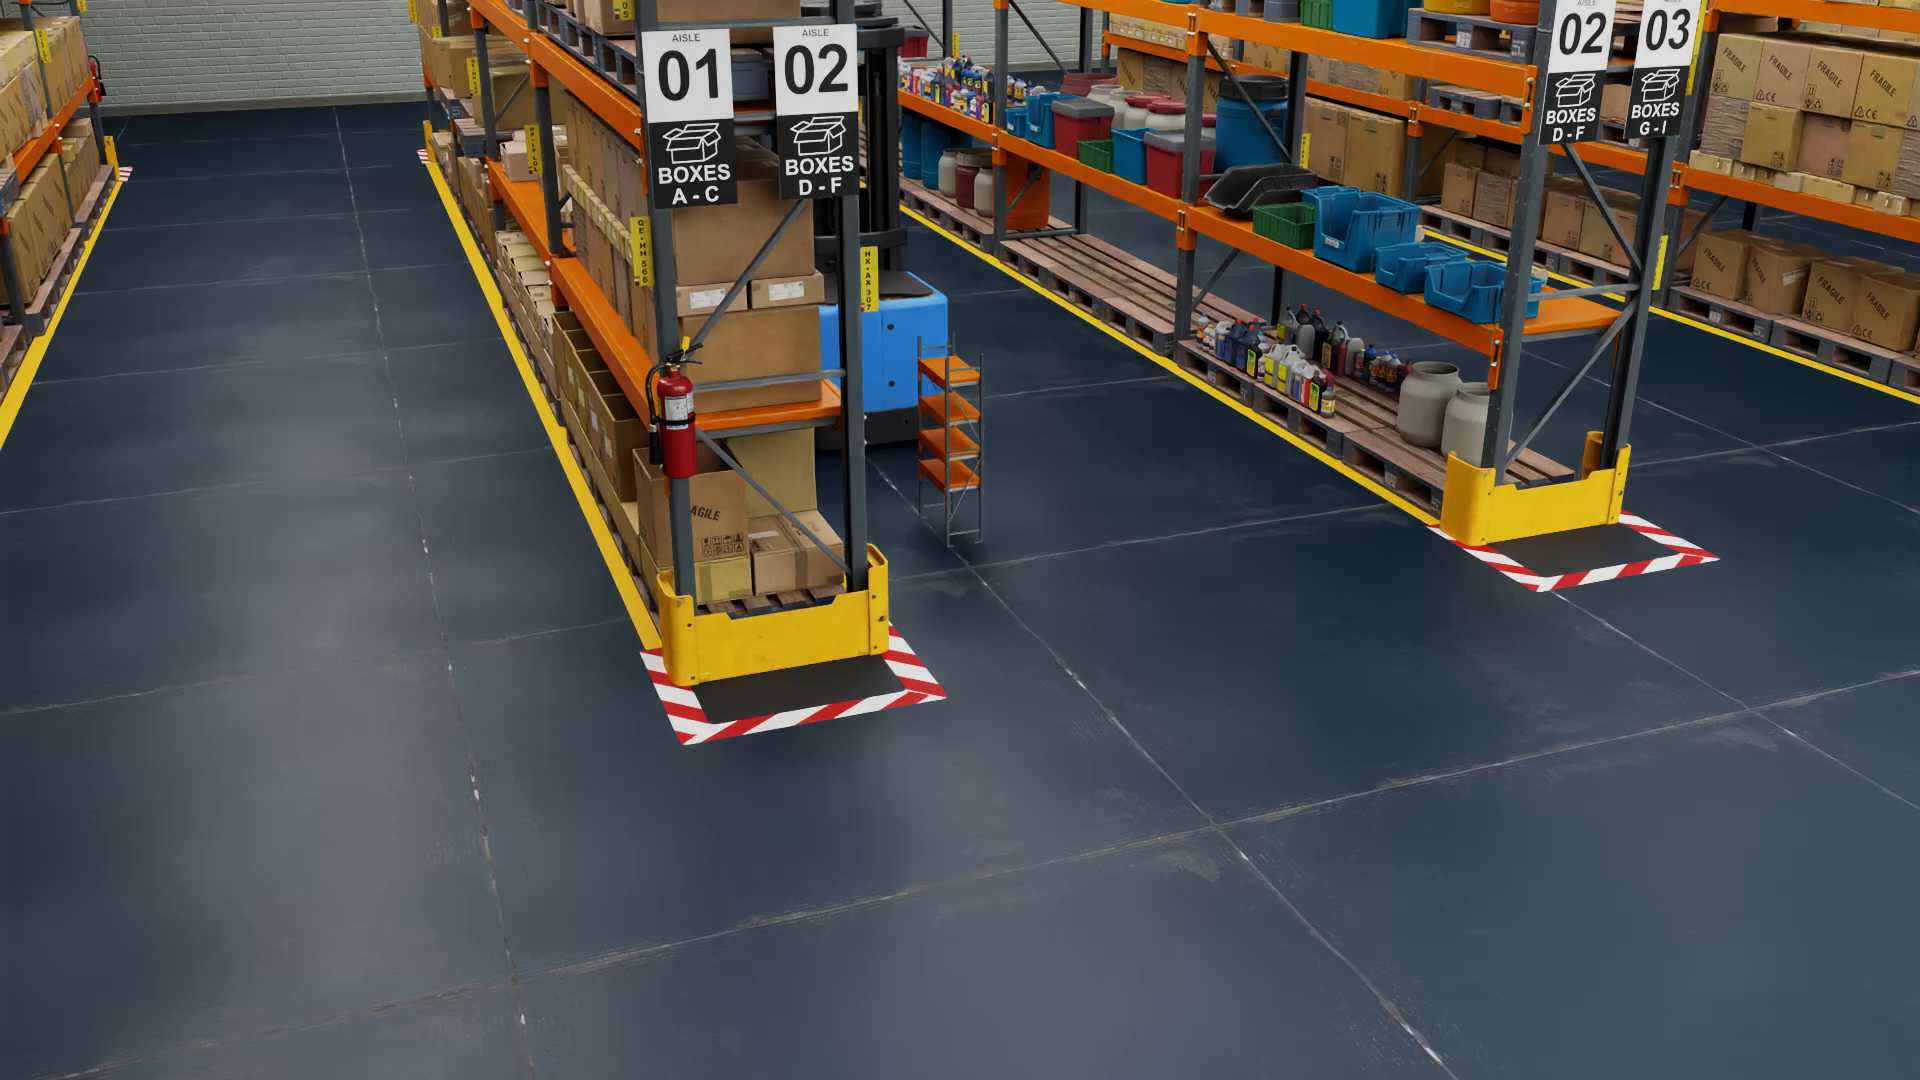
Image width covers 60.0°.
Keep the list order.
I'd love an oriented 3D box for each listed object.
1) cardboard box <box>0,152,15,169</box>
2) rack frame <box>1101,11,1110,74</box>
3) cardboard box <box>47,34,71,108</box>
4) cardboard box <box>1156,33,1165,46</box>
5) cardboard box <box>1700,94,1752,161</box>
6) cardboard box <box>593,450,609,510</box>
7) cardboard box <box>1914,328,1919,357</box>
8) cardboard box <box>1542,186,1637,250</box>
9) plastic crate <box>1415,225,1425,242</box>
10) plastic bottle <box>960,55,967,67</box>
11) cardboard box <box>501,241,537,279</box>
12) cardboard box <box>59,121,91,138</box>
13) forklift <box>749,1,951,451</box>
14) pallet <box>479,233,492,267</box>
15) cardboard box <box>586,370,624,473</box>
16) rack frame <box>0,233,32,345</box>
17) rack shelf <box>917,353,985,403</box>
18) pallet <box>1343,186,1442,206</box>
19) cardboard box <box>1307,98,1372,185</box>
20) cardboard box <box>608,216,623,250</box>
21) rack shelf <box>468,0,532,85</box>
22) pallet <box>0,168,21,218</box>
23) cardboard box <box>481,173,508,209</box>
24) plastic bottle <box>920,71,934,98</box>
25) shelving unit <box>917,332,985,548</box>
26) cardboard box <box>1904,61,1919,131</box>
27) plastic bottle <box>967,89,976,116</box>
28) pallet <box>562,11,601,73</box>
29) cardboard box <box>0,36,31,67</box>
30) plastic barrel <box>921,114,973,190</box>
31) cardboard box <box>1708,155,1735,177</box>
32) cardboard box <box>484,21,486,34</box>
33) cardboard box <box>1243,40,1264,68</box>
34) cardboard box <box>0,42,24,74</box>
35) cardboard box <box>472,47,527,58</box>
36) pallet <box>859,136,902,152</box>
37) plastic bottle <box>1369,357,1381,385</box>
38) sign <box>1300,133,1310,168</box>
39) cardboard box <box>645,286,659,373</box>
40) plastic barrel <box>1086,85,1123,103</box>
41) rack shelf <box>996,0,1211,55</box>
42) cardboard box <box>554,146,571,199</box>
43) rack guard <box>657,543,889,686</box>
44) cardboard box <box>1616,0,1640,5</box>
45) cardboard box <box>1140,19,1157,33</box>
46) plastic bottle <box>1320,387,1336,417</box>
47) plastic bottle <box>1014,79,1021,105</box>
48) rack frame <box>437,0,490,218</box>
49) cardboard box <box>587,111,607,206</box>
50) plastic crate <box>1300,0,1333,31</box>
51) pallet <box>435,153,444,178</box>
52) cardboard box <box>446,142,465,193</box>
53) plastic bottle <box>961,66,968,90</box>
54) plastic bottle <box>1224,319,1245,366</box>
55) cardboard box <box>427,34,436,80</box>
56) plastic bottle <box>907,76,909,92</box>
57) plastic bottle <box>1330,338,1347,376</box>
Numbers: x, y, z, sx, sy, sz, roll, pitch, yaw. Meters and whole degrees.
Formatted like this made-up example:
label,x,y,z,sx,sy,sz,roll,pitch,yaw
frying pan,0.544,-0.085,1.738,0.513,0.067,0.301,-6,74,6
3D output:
label,x,y,z,sx,sy,sz,roll,pitch,yaw
cardboard box,-8.429,-3.251,14.400,0.380,0.149,0.250,-8,24,-17
rack frame,2.642,-7.951,25.253,1.000,3.000,0.127,-8,24,-19
cardboard box,-10.276,-5.063,18.013,0.980,0.700,0.700,-9,24,-20
cardboard box,3.003,-7.103,23.563,0.380,0.149,0.250,-9,24,-20
cardboard box,6.982,-3.602,14.423,0.875,0.500,0.500,-8,24,-19
cardboard box,-1.982,-0.404,10.346,0.500,0.250,0.500,-8,24,-19
cardboard box,7.846,-1.621,12.912,0.500,0.500,0.500,-2,23,-5
cardboard box,6.336,-3.247,16.744,0.700,0.500,0.500,-11,25,-24
plastic crate,3.058,-2.235,12.030,0.530,0.136,0.437,-8,24,-19
plastic bottle,0.052,-5.507,19.516,0.144,0.351,0.185,-8,24,-19
cardboard box,-3.697,-2.451,14.481,0.500,0.311,0.500,-9,24,-20
cardboard box,-10.612,-4.898,19.851,0.380,0.149,0.250,-8,24,-18
forklift,-1.075,-2.512,12.436,1.130,2.935,3.031,-9,24,-20
pallet,-4.456,-3.121,17.383,1.003,0.211,1.213,-8,24,-19
cardboard box,-1.985,-0.749,10.199,0.500,0.500,0.500,-8,24,-19
rack frame,-8.434,-3.006,13.519,1.000,3.000,0.127,-8,24,-19
rack shelf,-0.058,-0.975,10.007,0.258,0.148,0.480,-8,24,-19
pallet,5.260,-4.056,19.602,1.003,0.211,1.213,-8,24,-19
cardboard box,4.936,-4.838,20.060,1.225,0.875,0.875,-8,24,-19
cardboard box,-1.838,-1.801,9.697,0.380,0.149,0.250,-9,24,-20
rack shelf,-3.094,-4.011,12.968,1.077,0.370,4.000,-8,24,-19
pallet,-8.082,-2.673,12.977,1.213,0.211,1.003,-8,24,-19
cardboard box,-4.374,-3.411,16.166,0.500,0.250,0.500,-7,24,-17
plastic bottle,-0.362,-5.120,18.695,0.152,0.276,0.135,-8,24,-19
shelving unit,-0.058,-0.613,10.160,0.258,1.200,0.503,-8,24,-19
cardboard box,7.513,-3.310,12.443,0.500,0.500,0.500,-8,24,-19
plastic bottle,0.119,-4.593,17.451,0.097,0.271,0.097,0,23,0
pallet,-1.635,-2.826,9.344,1.003,0.211,1.213,-8,24,-19
cardboard box,-9.271,-4.675,15.977,0.500,0.250,0.500,-8,24,-18
plastic barrel,-0.152,-4.588,19.434,0.600,0.901,0.708,-8,24,-19
cardboard box,6.752,-3.263,14.454,0.380,0.149,0.250,-8,24,-19
cardboard box,-5.300,-6.044,19.312,0.500,0.500,0.500,-9,25,-21
cardboard box,3.984,-6.343,21.307,0.500,0.500,0.500,-8,24,-19
cardboard box,-9.091,-4.490,15.538,0.500,0.250,0.500,-8,24,-18
cardboard box,-4.532,-4.746,16.979,0.700,0.500,0.500,-15,27,-32
pallet,-1.309,-5.239,22.409,1.003,0.211,1.213,-8,24,-19
plastic bottle,3.120,-1.270,12.437,0.097,0.201,0.097,0,23,0
sign,2.766,-3.111,13.412,0.100,0.325,0.005,-8,24,-19
cardboard box,-1.317,-1.188,9.077,0.700,0.500,0.500,-8,24,-18
plastic barrel,1.398,-4.072,15.905,0.421,0.512,0.421,0,23,0
rack shelf,1.541,-4.689,14.577,1.077,0.370,4.000,-8,24,-19
cardboard box,-2.830,-2.752,12.789,0.500,0.500,0.500,-7,24,-15
rack guard,-0.966,0.381,8.703,1.175,0.500,0.348,-8,24,-19
cardboard box,9.151,-7.277,22.670,0.380,0.149,0.250,-9,25,-21
cardboard box,2.923,-7.437,23.843,0.500,0.250,0.500,-9,25,-21
plastic bottle,2.602,-0.979,11.746,0.097,0.201,0.097,0,23,0
plastic bottle,0.642,-4.889,18.153,0.097,0.271,0.097,0,23,0
rack frame,-5.214,-5.140,18.583,1.000,3.000,0.127,-8,24,-19
cardboard box,-1.869,-2.351,10.168,0.700,0.500,0.500,-8,24,-19
plastic crate,2.550,-3.585,11.306,0.336,0.188,0.450,-8,24,-19
pallet,-6.317,-4.991,21.821,1.003,0.211,1.213,-8,24,-19
cardboard box,-5.680,-4.359,19.382,0.500,0.500,0.500,-8,24,-19
plastic bottle,0.060,-5.320,19.177,0.097,0.271,0.097,0,23,0
plastic bottle,2.145,-1.543,12.894,0.144,0.351,0.185,-8,24,-18
cardboard box,-6.180,-5.891,20.236,0.500,0.500,0.500,-8,24,-18
plastic bottle,-0.558,-5.257,19.116,0.097,0.201,0.097,0,23,0
plastic bottle,2.881,-1.407,12.656,0.061,0.283,0.133,-8,24,-19
